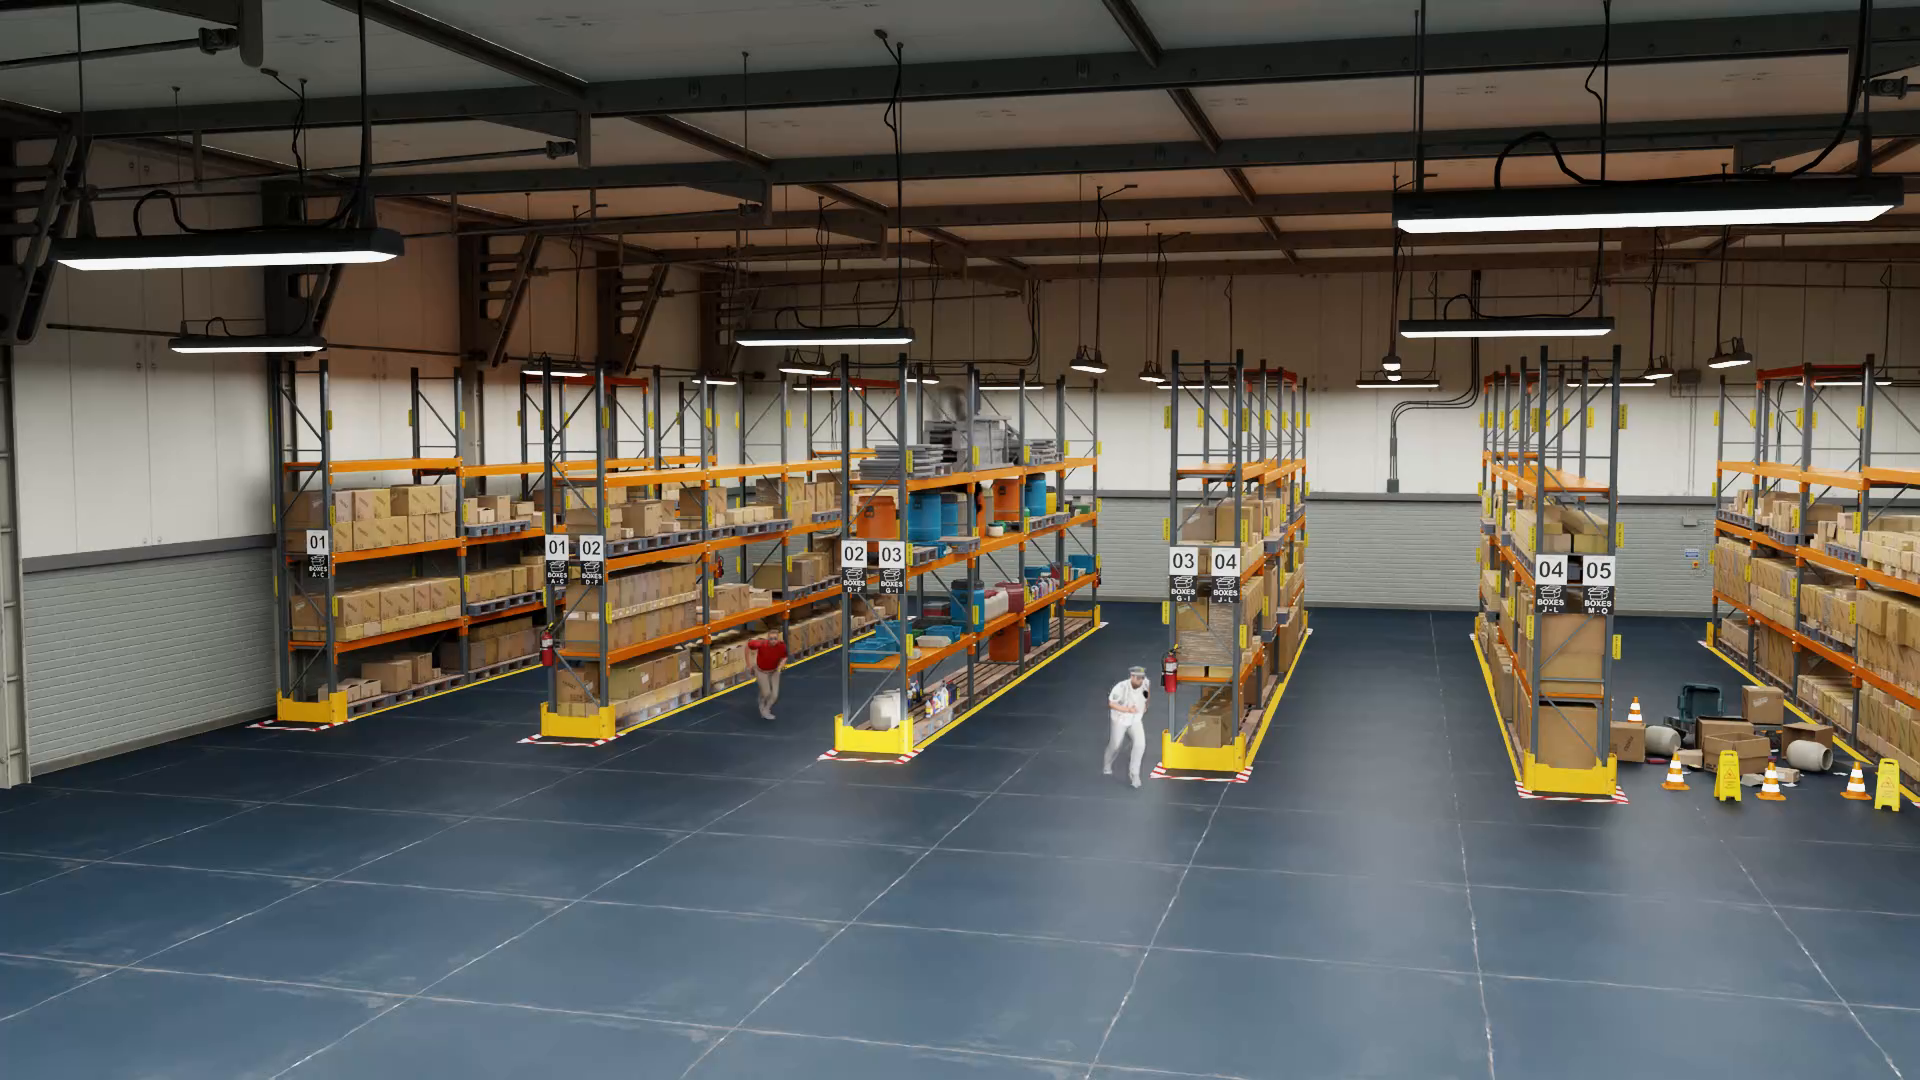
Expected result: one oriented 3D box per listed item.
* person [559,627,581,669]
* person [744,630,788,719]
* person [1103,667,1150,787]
[{"bbox_3d":[-6.908,2.104,29.807,0.551,1.575,0.768,1,4,13],"label":"person"},{"bbox_3d":[-3.214,2.244,27.624,0.694,1.551,0.885,-2,4,-22],"label":"person"},{"bbox_3d":[2.293,2.552,23.045,0.705,1.714,1.018,-2,4,-23],"label":"person"}]
